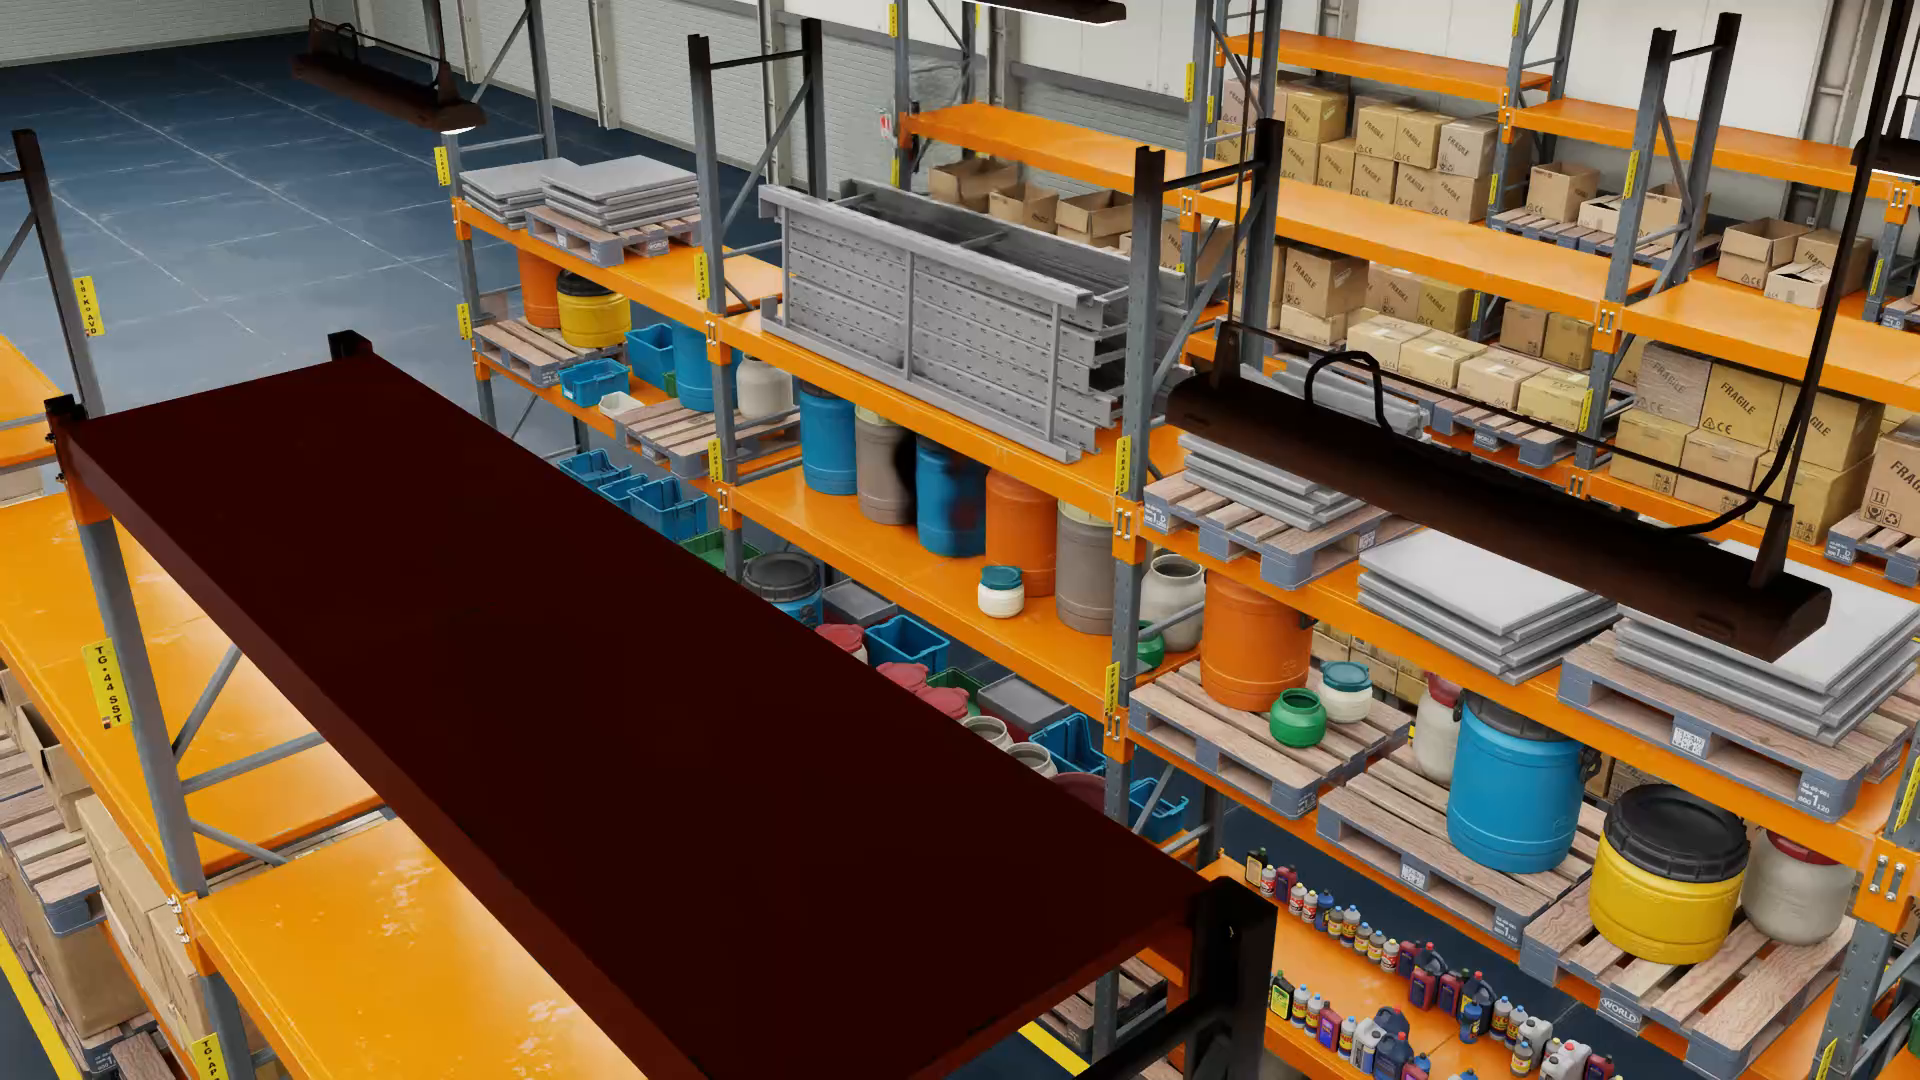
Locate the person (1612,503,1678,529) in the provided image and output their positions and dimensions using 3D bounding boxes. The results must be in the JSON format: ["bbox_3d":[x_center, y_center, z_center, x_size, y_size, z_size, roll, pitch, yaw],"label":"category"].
[{"bbox_3d":[6.372,0.111,15.352,0.983,1.812,0.689,19,32,32],"label":"person"}]
